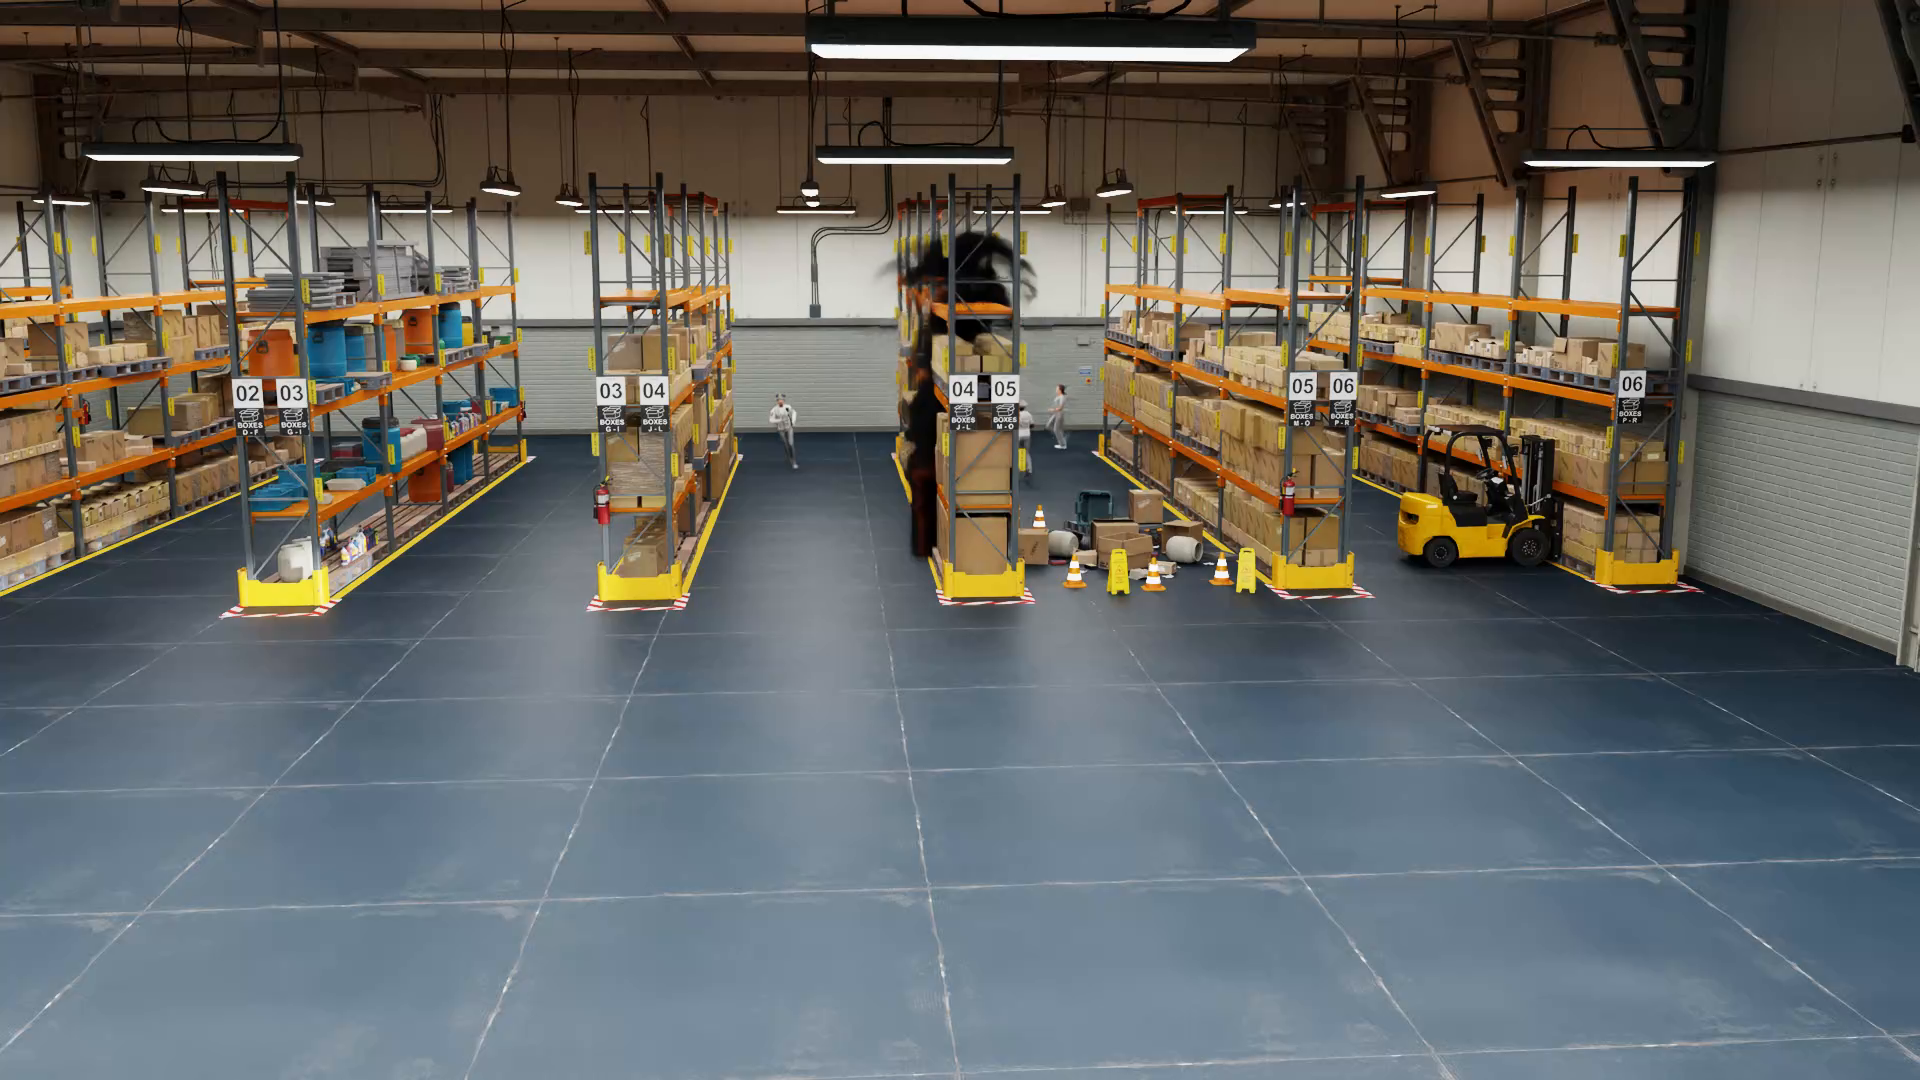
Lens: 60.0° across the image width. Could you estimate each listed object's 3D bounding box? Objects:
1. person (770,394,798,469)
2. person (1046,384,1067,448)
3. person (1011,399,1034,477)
[{"bbox_3d":[-4.033,-2.505,38.135,0.638,1.739,0.713,0,10,-3],"label":"person"},{"bbox_3d":[2.438,-3.079,41.445,0.530,1.617,0.580,-2,10,-9],"label":"person"},{"bbox_3d":[1.368,-2.193,36.270,0.566,1.738,0.807,-3,11,-17],"label":"person"}]
